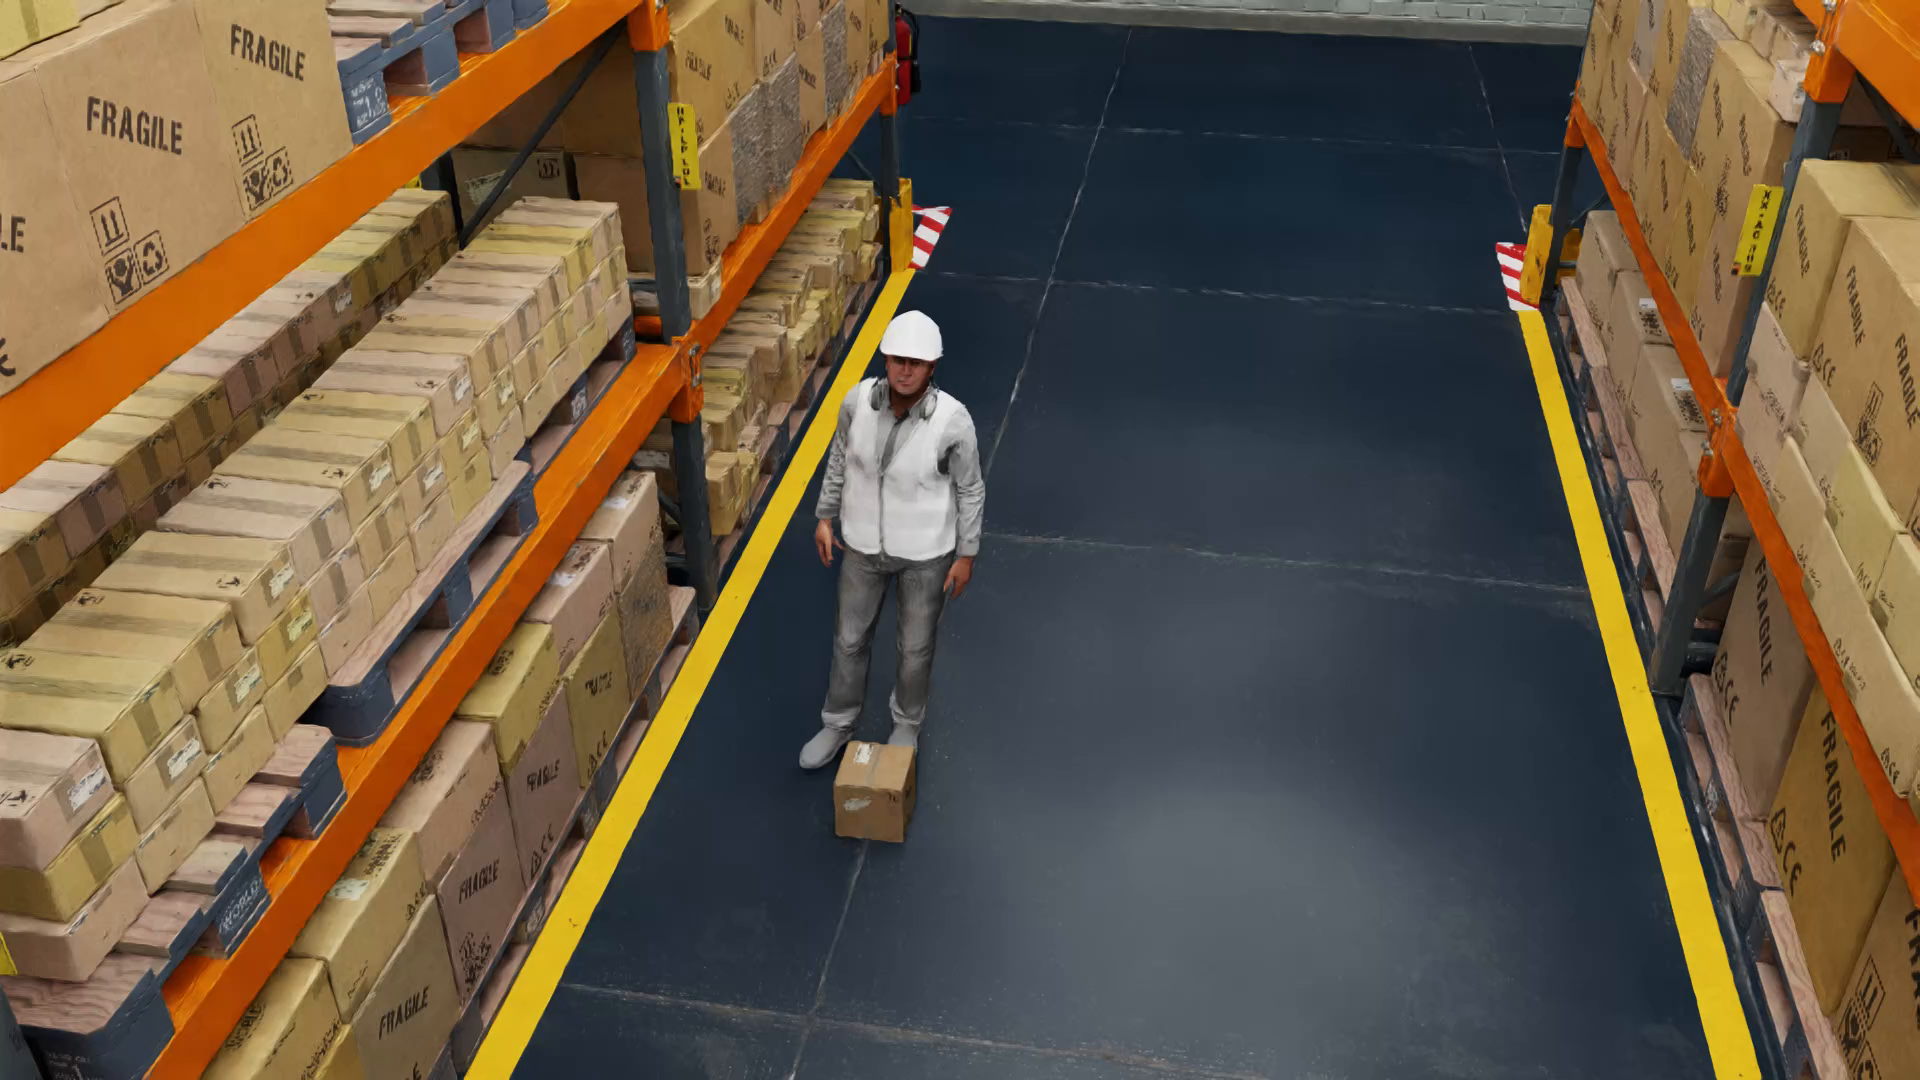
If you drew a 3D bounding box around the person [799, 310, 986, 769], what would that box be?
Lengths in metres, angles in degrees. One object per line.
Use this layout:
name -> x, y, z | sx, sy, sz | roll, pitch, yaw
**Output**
person -> -0.252, 0.038, 6.034 | 0.636, 1.773, 0.568 | 10, 34, 16
